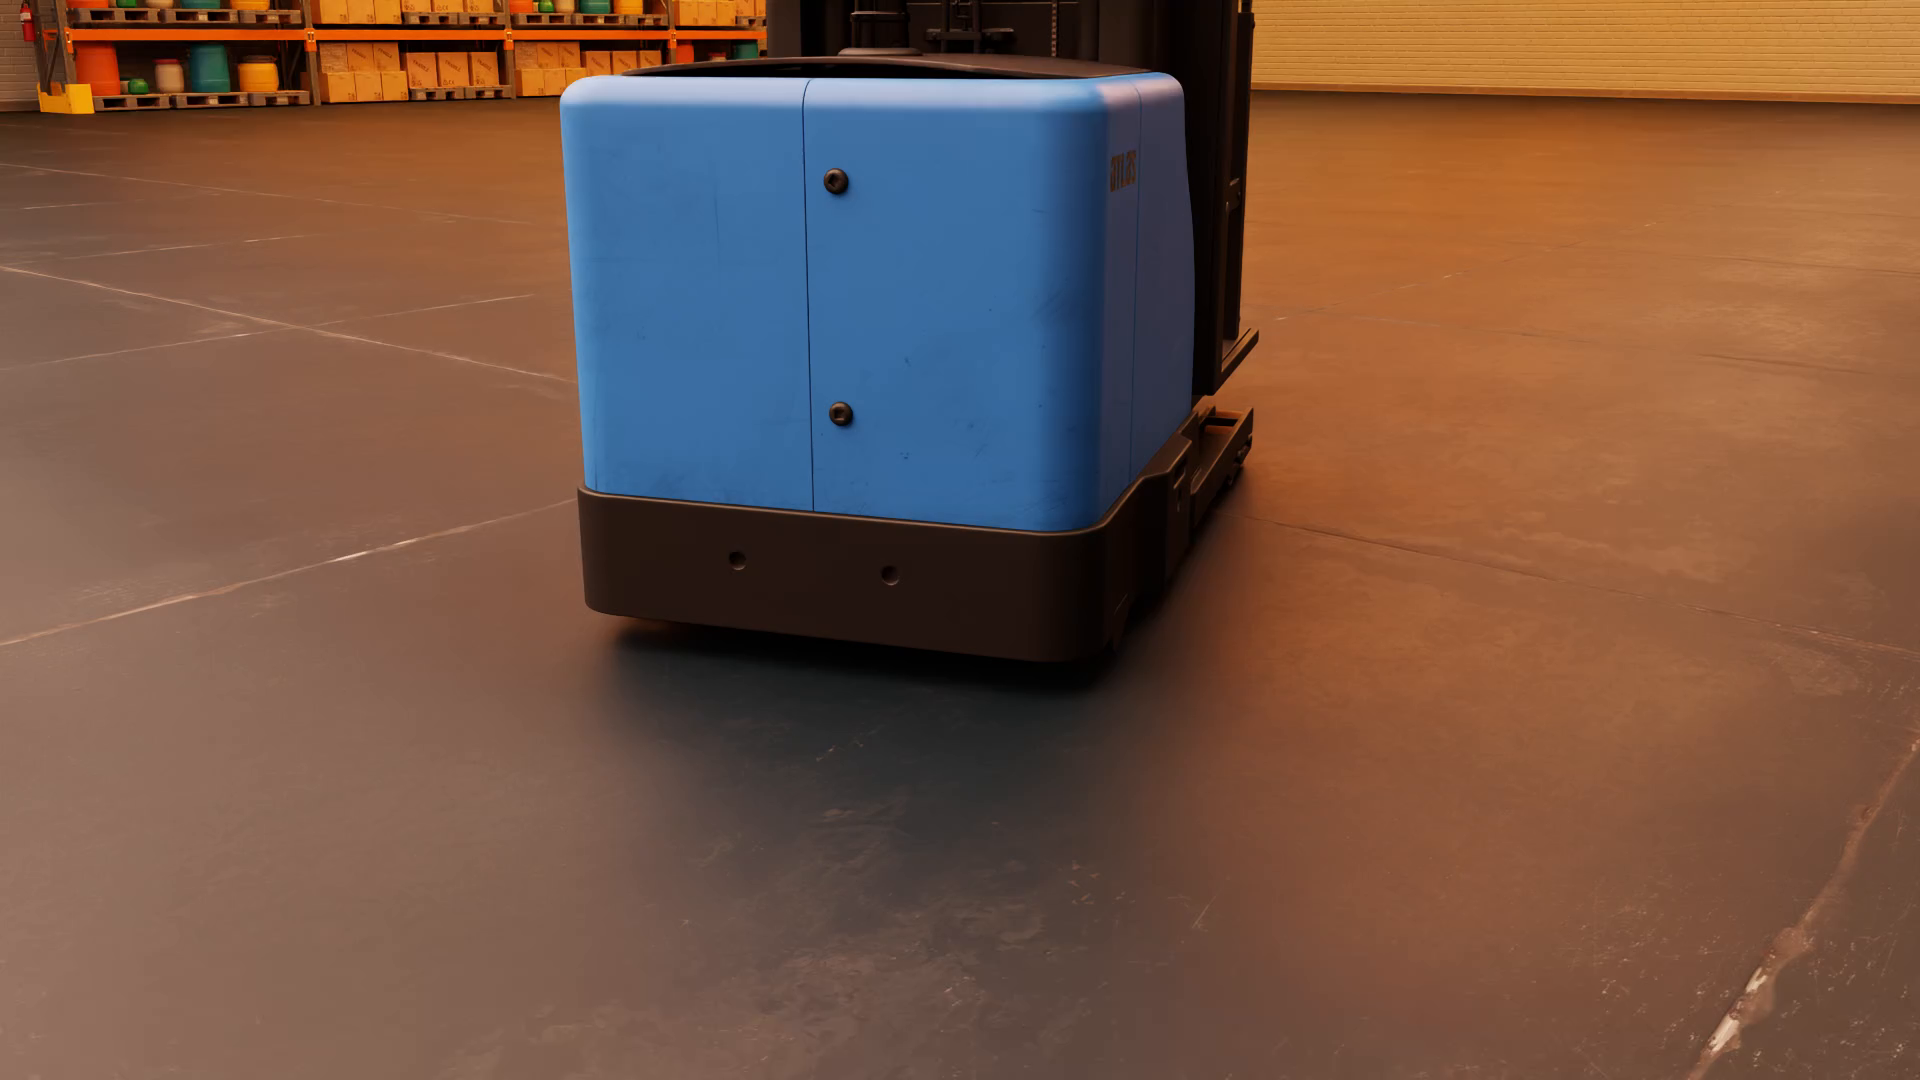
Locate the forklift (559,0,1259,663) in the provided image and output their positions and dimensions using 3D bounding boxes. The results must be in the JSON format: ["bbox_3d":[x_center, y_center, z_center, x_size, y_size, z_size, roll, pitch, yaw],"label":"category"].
[{"bbox_3d":[0.182,-1.571,4.072,1.130,2.935,3.031,5,18,17],"label":"forklift"}]
